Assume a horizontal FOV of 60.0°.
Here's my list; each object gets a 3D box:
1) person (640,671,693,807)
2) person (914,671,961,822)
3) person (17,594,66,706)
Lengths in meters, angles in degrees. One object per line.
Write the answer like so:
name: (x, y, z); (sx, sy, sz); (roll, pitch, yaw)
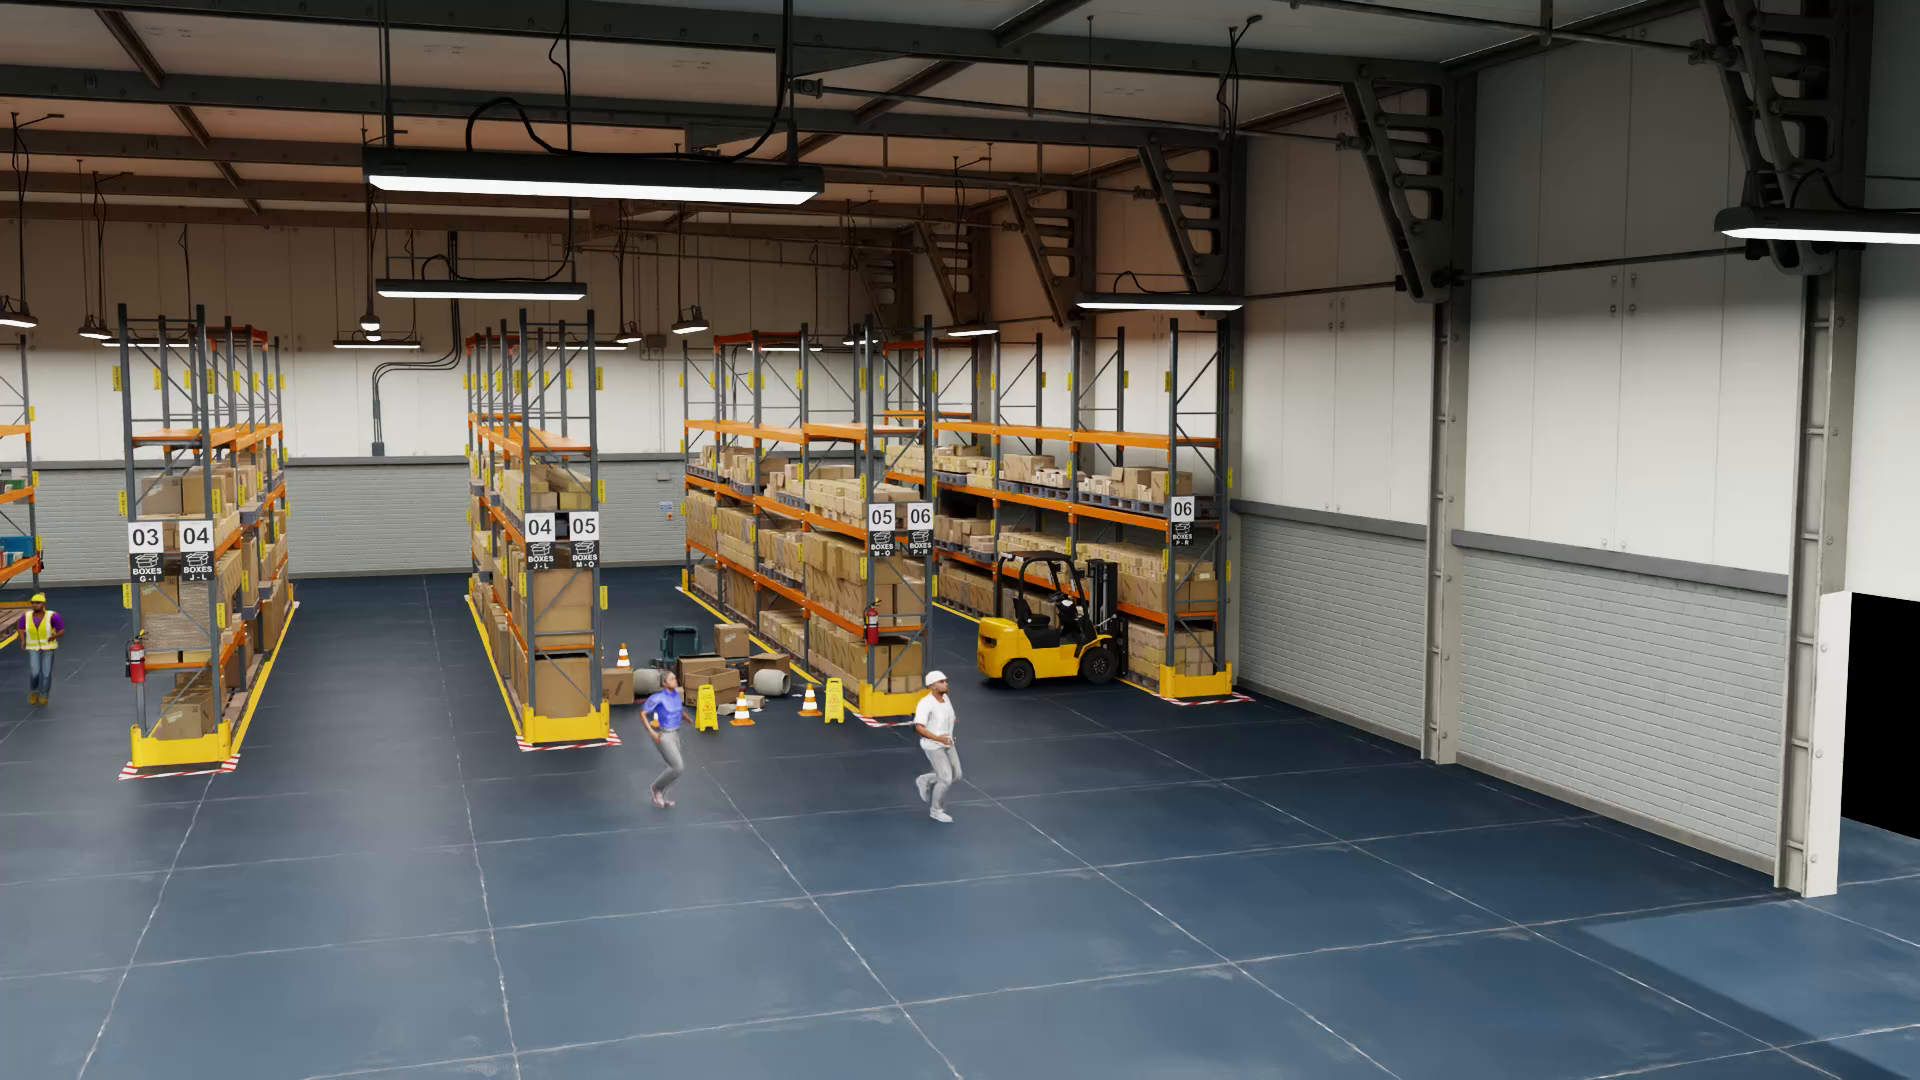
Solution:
person: (-3.396, 2.336, 19.500); (0.546, 1.621, 0.628); (3, 6, 27)
person: (-0.277, 2.350, 19.051); (0.612, 1.721, 0.736); (3, 6, 27)
person: (-14.166, 1.701, 25.643); (0.674, 1.736, 0.635); (-2, 6, -23)
